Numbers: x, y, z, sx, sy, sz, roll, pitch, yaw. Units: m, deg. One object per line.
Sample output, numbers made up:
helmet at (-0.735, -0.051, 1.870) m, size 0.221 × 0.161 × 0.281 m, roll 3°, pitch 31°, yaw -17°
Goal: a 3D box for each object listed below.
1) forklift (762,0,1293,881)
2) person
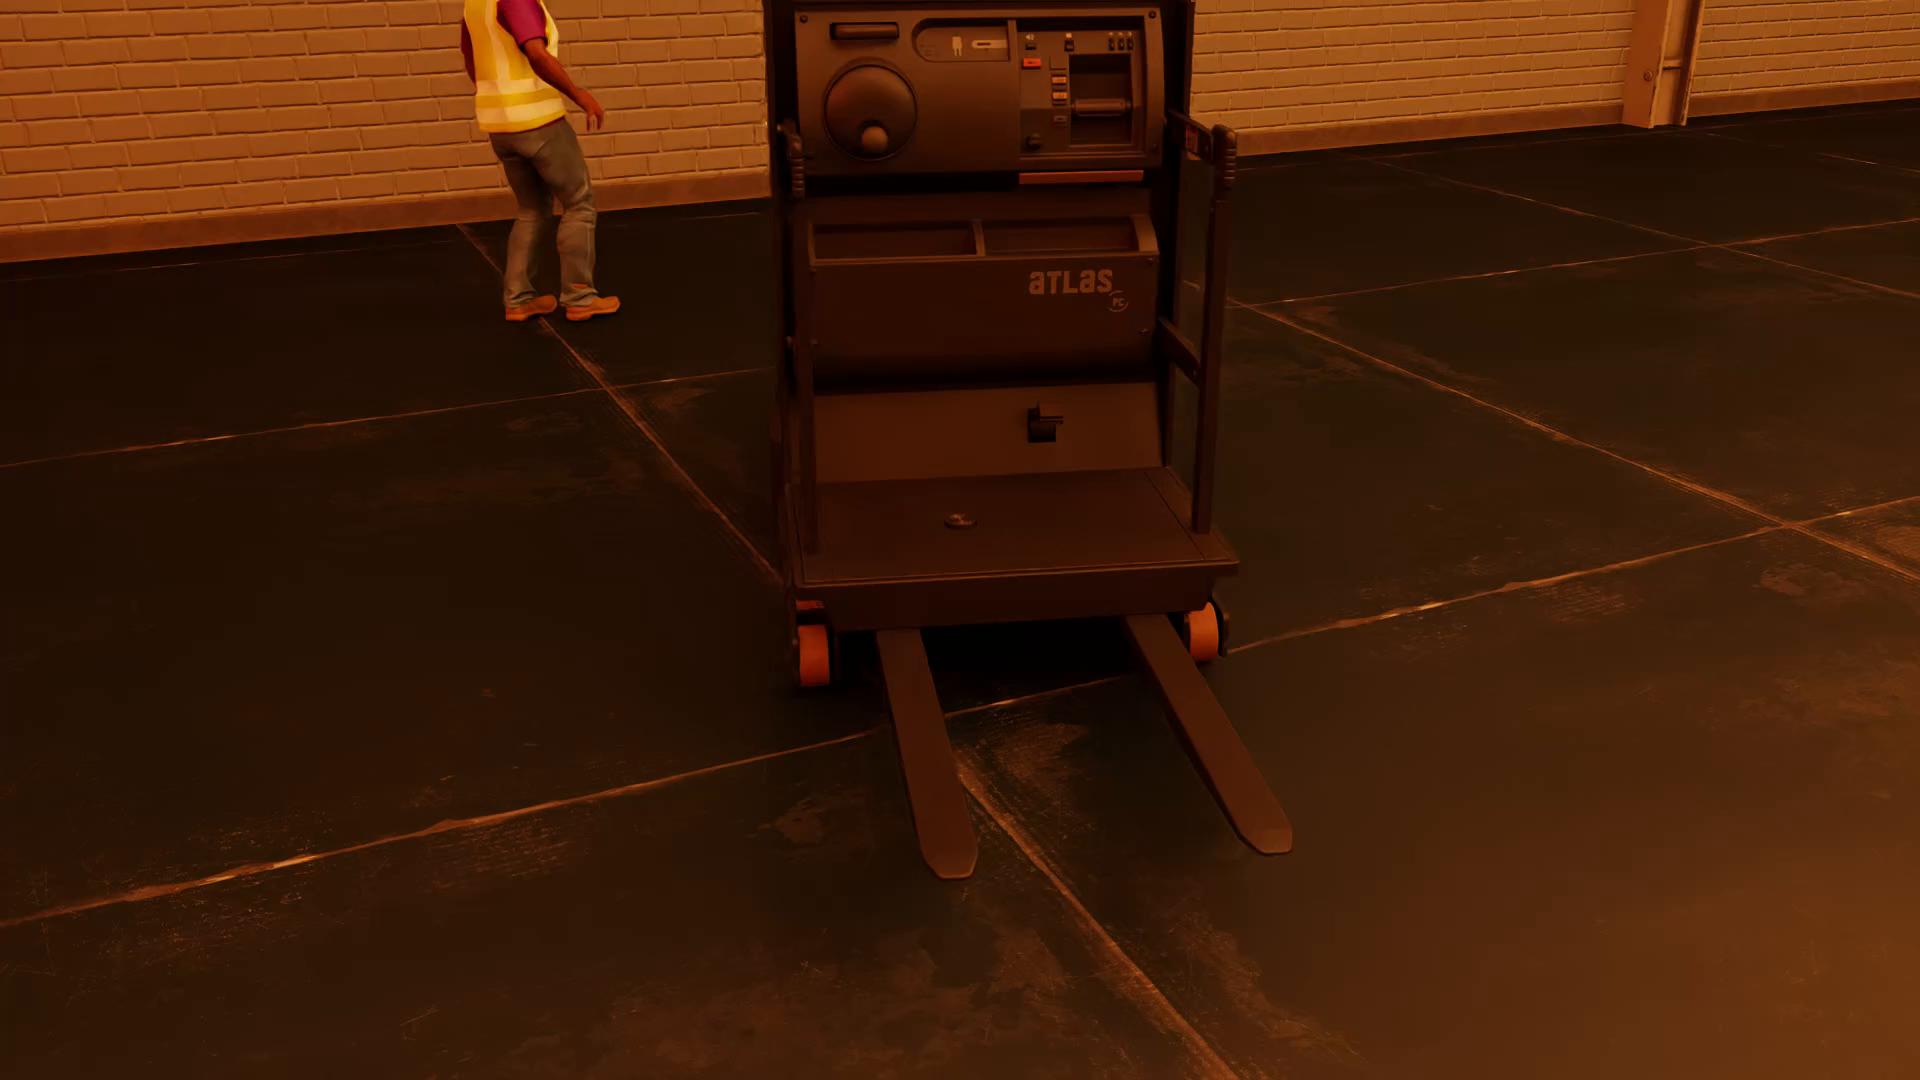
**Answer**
forklift at (0.085, -1.122, 3.986) m, size 1.130 × 2.935 × 3.031 m, roll -3°, pitch 23°, yaw -7°
person at (-1.852, -1.830, 7.271) m, size 0.778 × 1.727 × 0.510 m, roll 20°, pitch 30°, yaw 39°
